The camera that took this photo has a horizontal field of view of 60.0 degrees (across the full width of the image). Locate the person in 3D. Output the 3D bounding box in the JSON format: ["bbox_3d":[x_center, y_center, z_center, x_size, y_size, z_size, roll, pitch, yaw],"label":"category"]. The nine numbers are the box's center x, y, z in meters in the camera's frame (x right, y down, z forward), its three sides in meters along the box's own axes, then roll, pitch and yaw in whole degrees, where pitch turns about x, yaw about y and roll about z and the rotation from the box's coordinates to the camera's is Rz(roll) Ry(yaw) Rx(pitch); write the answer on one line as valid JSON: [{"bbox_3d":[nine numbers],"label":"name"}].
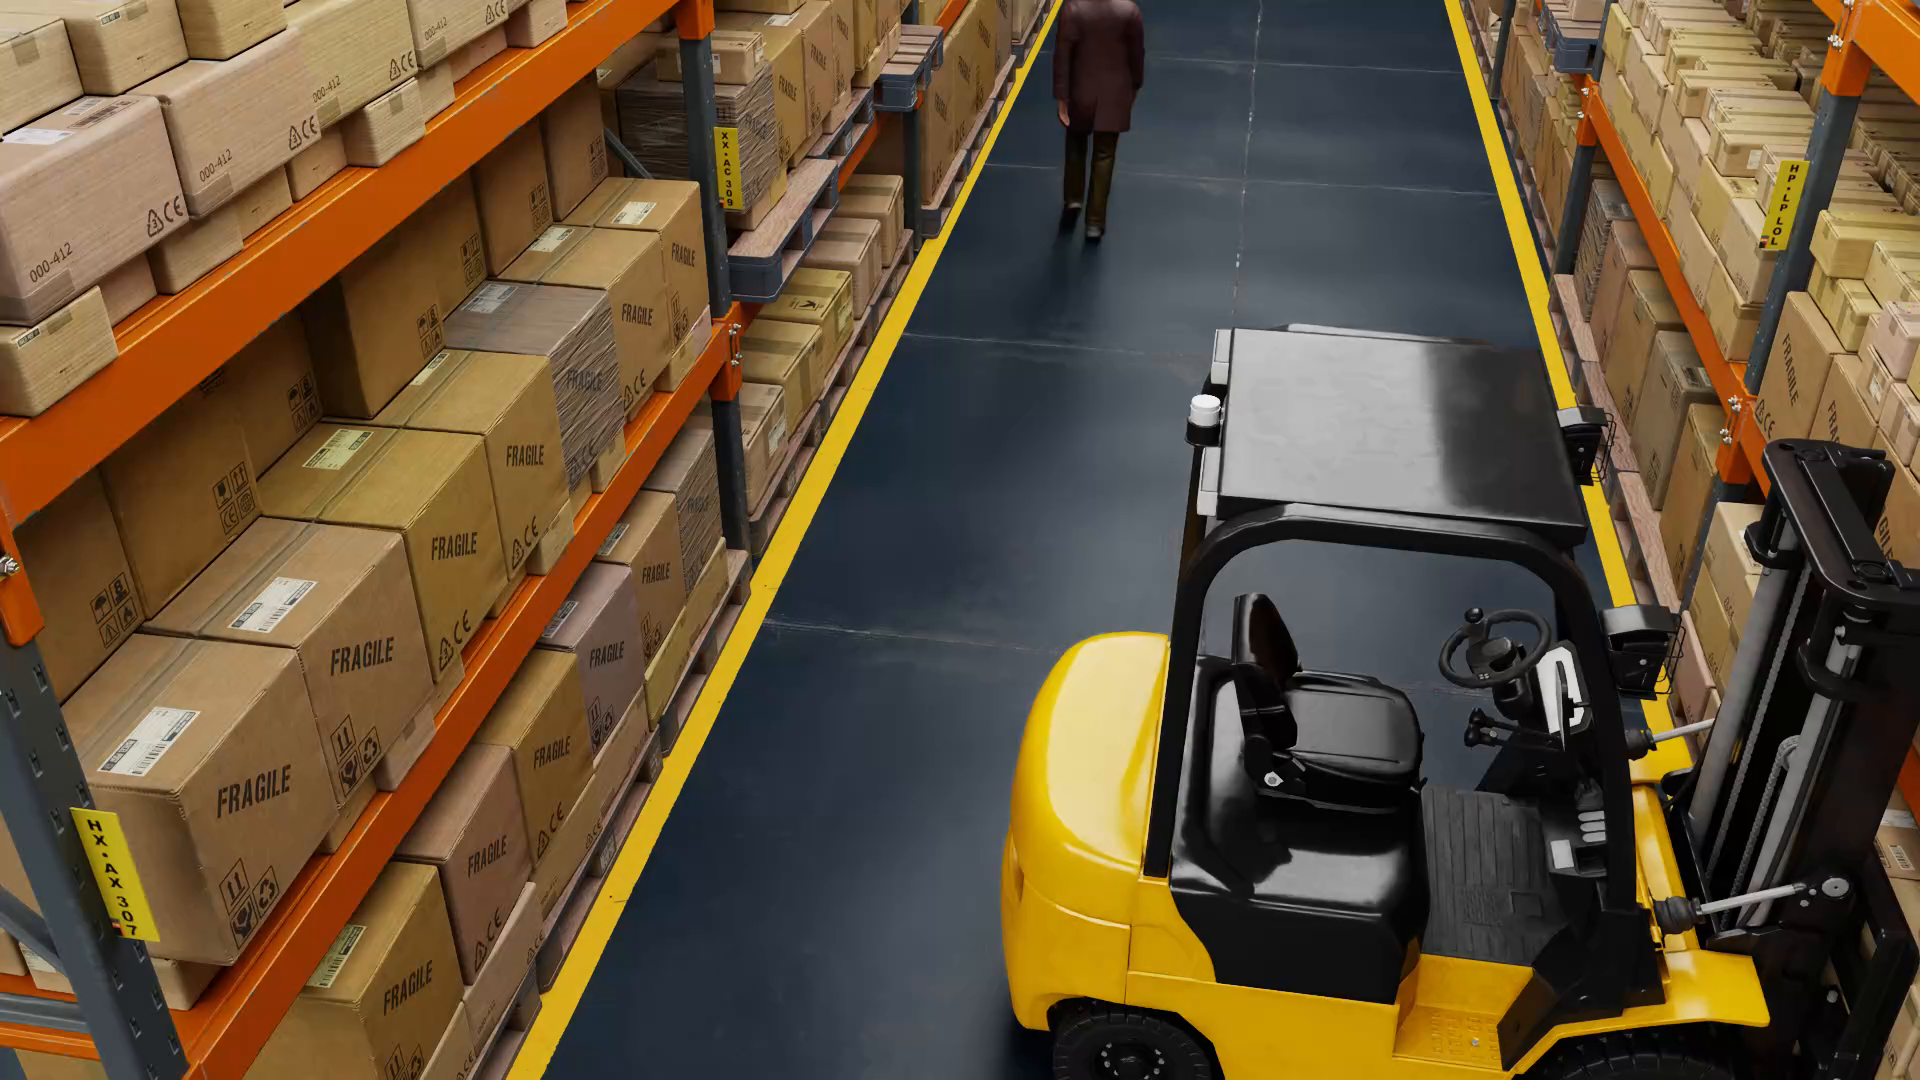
[{"bbox_3d":[0.897,-2.872,10.783,0.572,1.839,0.738,4,32,7],"label":"person"}]
